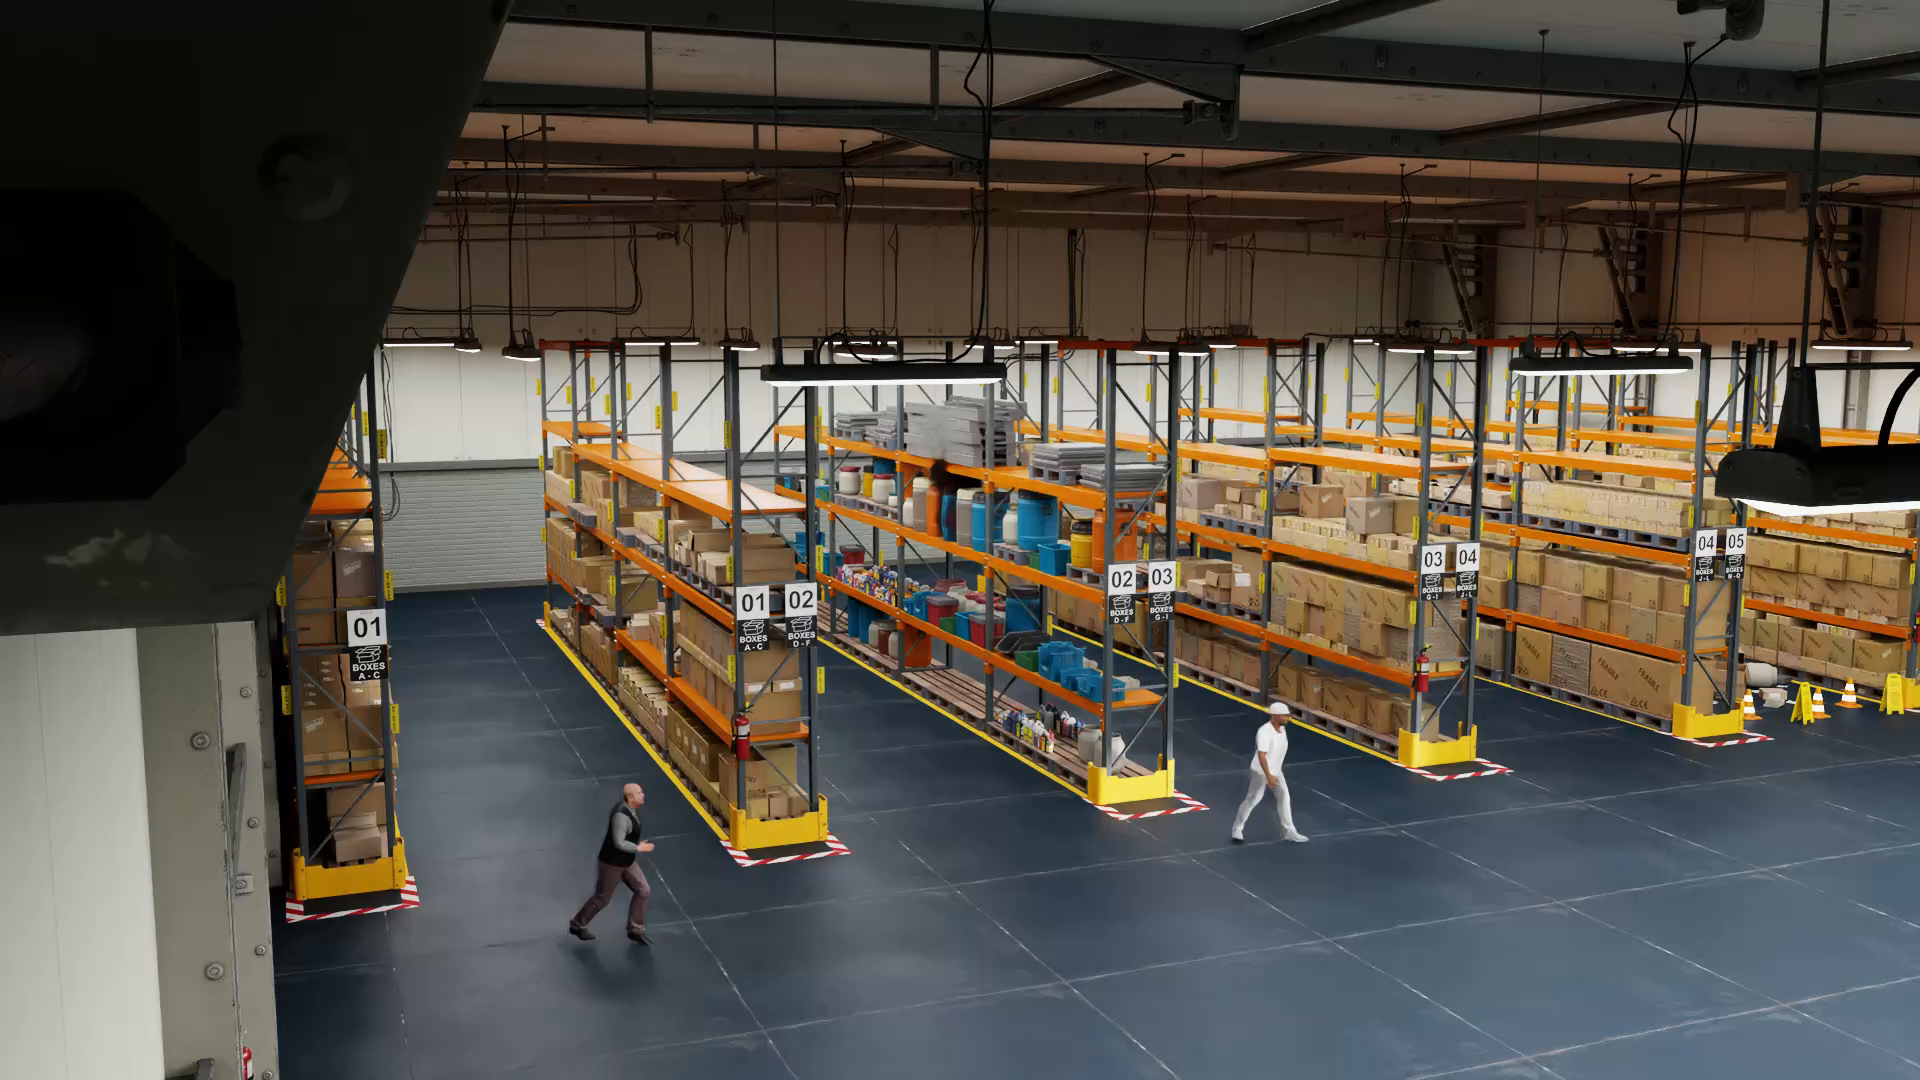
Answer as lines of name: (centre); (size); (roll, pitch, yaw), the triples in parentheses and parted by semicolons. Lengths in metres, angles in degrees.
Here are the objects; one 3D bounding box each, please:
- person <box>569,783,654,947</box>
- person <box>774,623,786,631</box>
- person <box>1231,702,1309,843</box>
person: (-3.553, 3.319, 16.946); (0.903, 1.732, 0.673); (1, 7, 4)
person: (-3.247, 1.569, 29.813); (0.652, 1.746, 0.656); (-3, 8, -25)
person: (3.809, 2.836, 20.366); (0.895, 1.709, 0.715); (5, 9, 36)
